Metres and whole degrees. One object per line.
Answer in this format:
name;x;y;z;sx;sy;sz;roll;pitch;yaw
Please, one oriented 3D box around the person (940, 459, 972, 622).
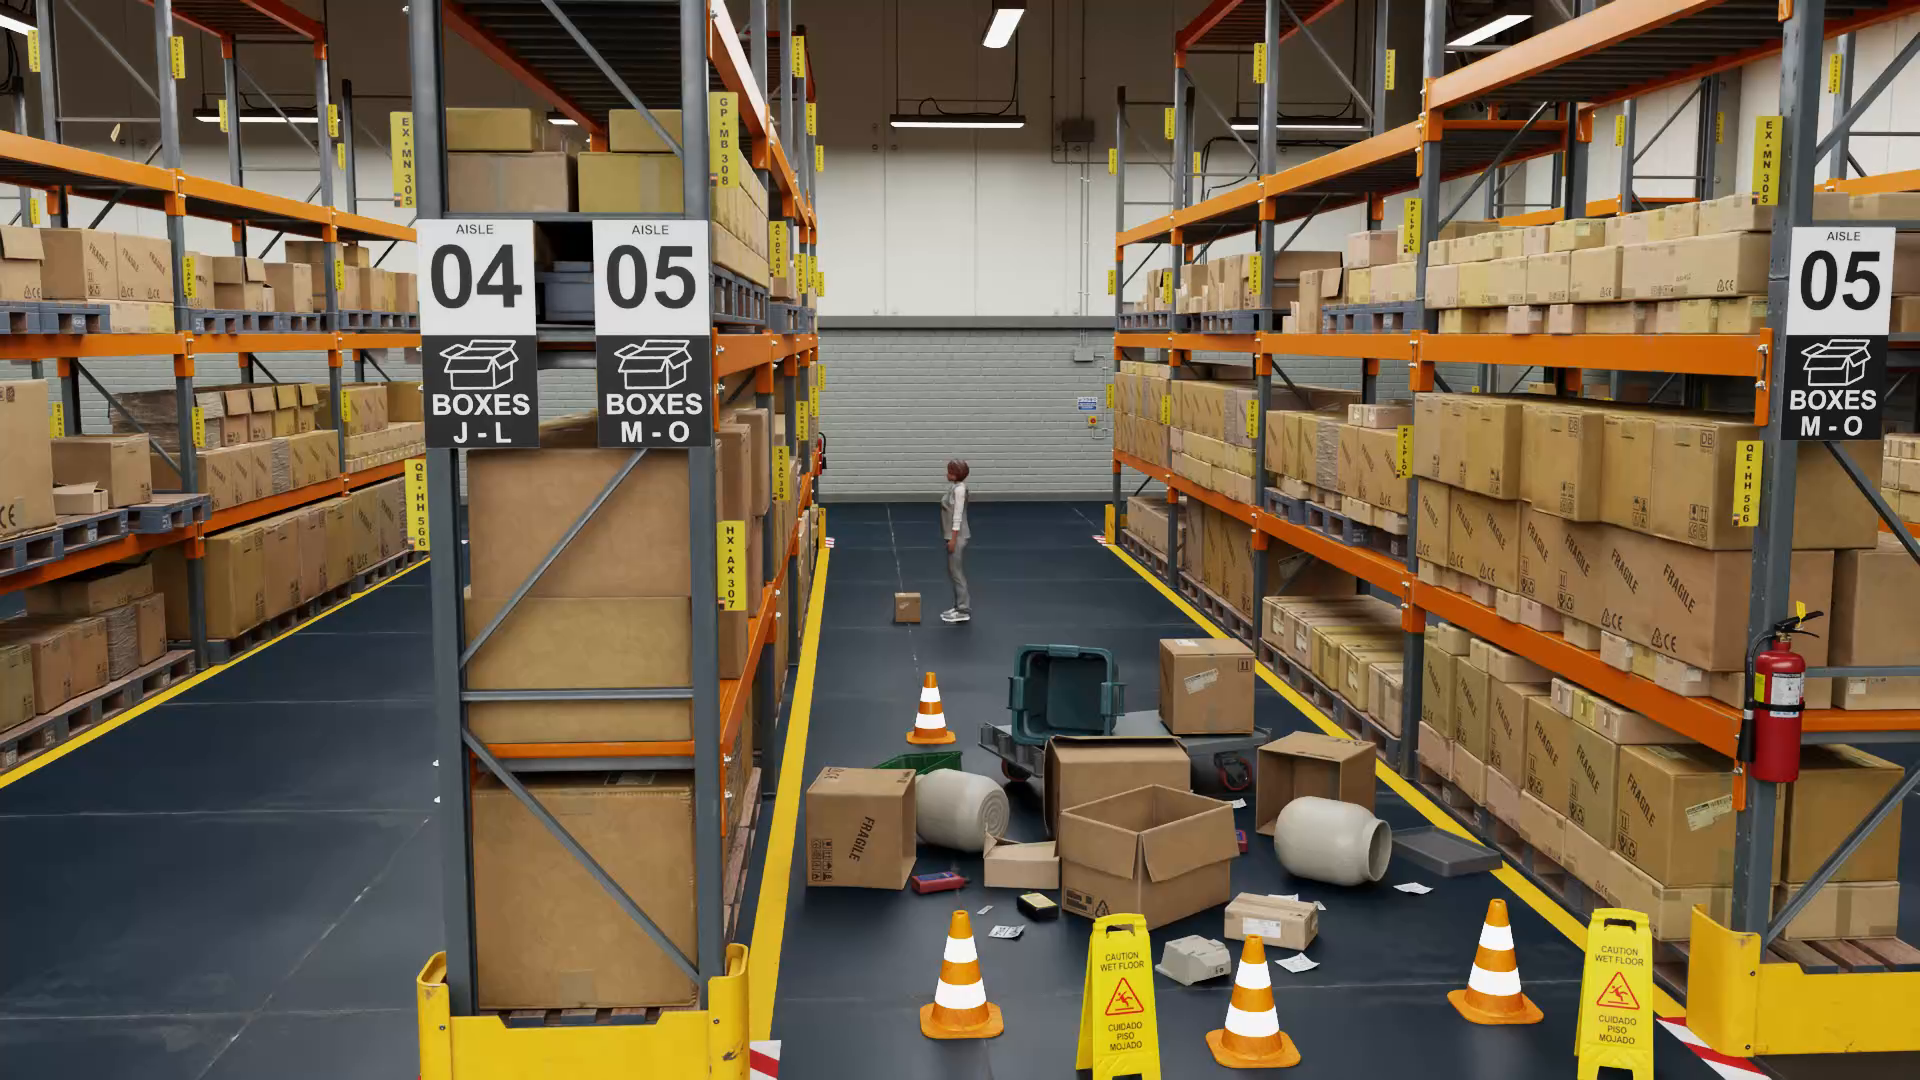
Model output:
person;-0.039;-0.002;16.328;0.308;1.599;0.406;0;7;-2
